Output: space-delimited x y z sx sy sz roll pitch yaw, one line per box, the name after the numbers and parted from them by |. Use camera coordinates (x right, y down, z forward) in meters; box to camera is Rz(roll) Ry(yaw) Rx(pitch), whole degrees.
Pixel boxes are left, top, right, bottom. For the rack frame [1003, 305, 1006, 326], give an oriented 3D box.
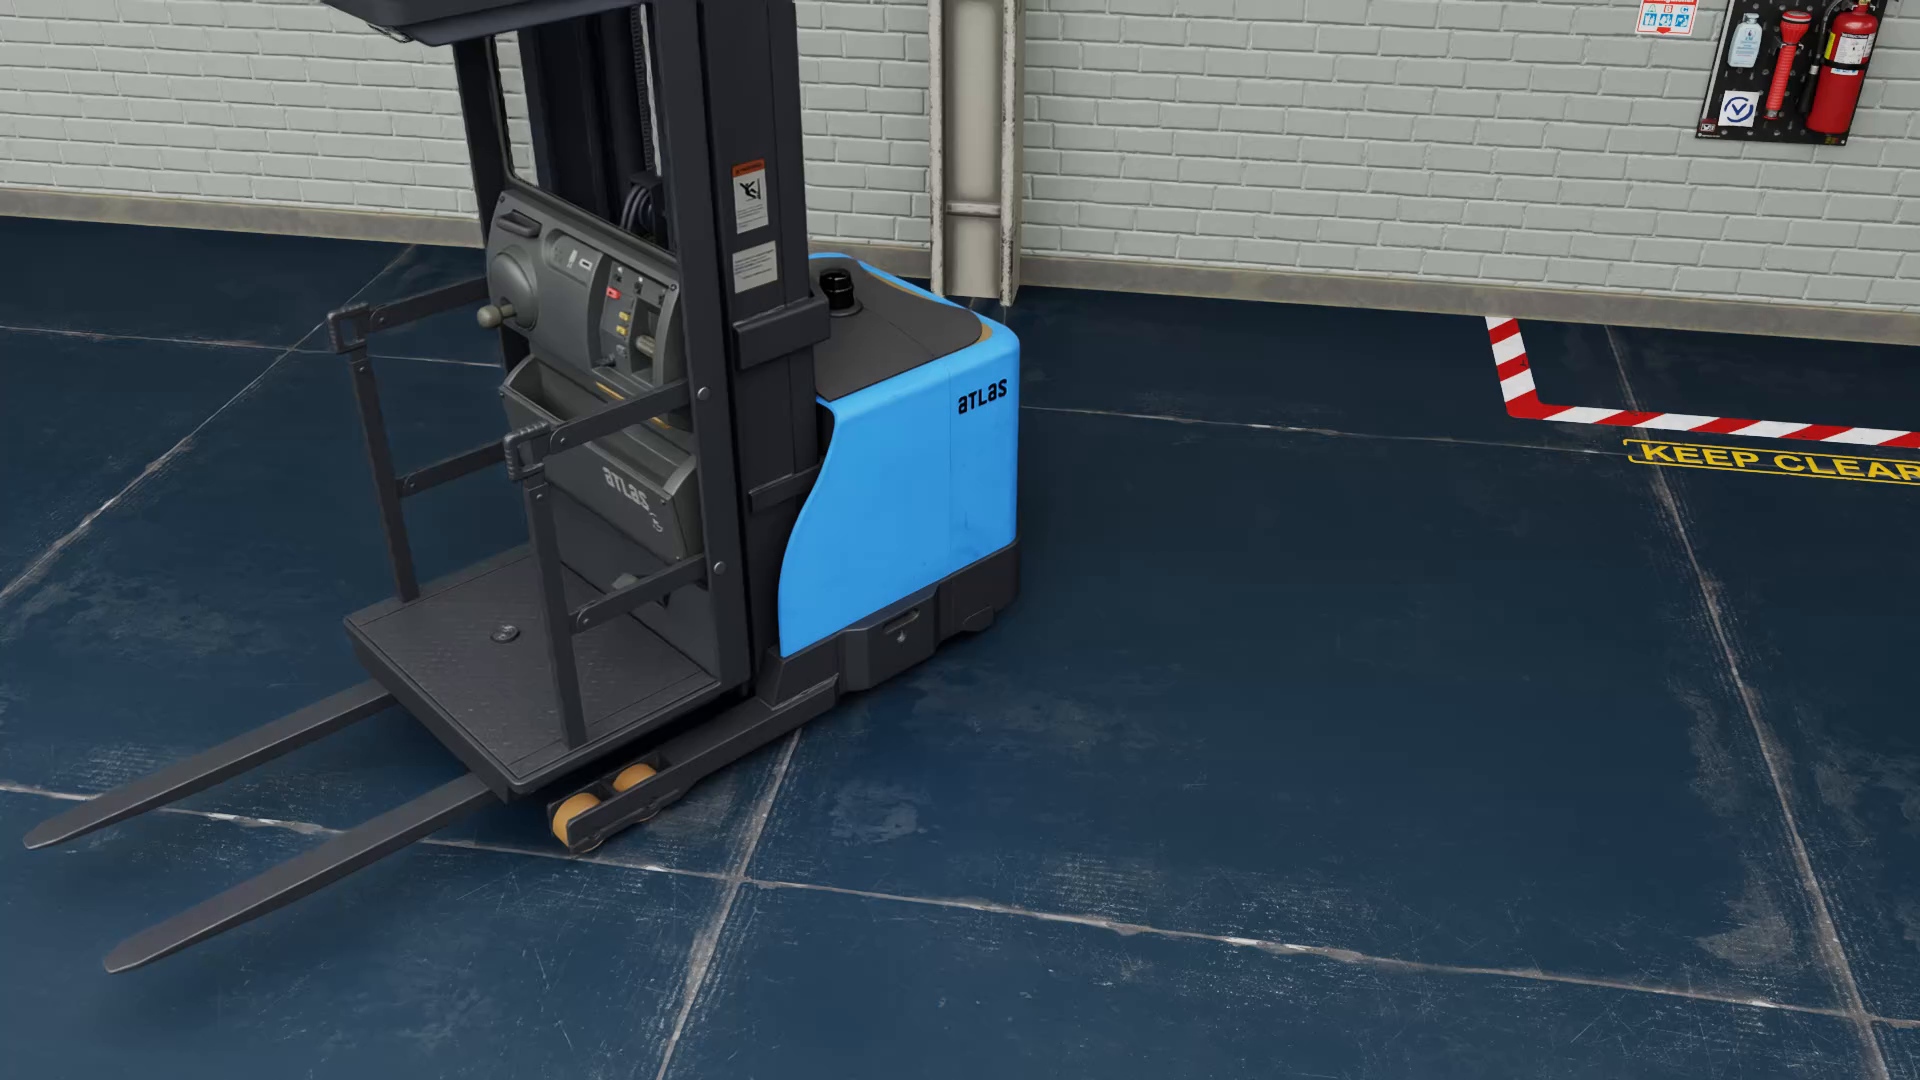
0.140 -0.387 6.021 0.006 0.900 0.240 5 32 8 | rack frame

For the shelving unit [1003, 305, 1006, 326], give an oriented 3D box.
0.040 -0.396 6.035 0.210 0.900 0.258 5 32 8 | shelving unit

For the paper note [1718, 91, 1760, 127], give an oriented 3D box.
3.401 -1.882 7.260 0.142 0.148 0.016 5 32 8 | paper note

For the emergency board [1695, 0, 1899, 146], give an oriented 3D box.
3.564 -2.204 6.944 0.643 1.169 0.194 5 32 8 | emergency board

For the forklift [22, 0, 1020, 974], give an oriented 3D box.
-1.218 -0.654 4.533 3.031 2.935 1.130 -26 40 -35 | forklift

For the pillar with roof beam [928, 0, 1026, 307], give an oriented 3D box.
-0.645 -2.790 2.226 0.400 9.000 9.100 5 32 8 | pillar with roof beam

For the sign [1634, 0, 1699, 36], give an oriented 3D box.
3.036 -2.322 7.099 0.234 0.329 0.001 5 32 8 | sign
